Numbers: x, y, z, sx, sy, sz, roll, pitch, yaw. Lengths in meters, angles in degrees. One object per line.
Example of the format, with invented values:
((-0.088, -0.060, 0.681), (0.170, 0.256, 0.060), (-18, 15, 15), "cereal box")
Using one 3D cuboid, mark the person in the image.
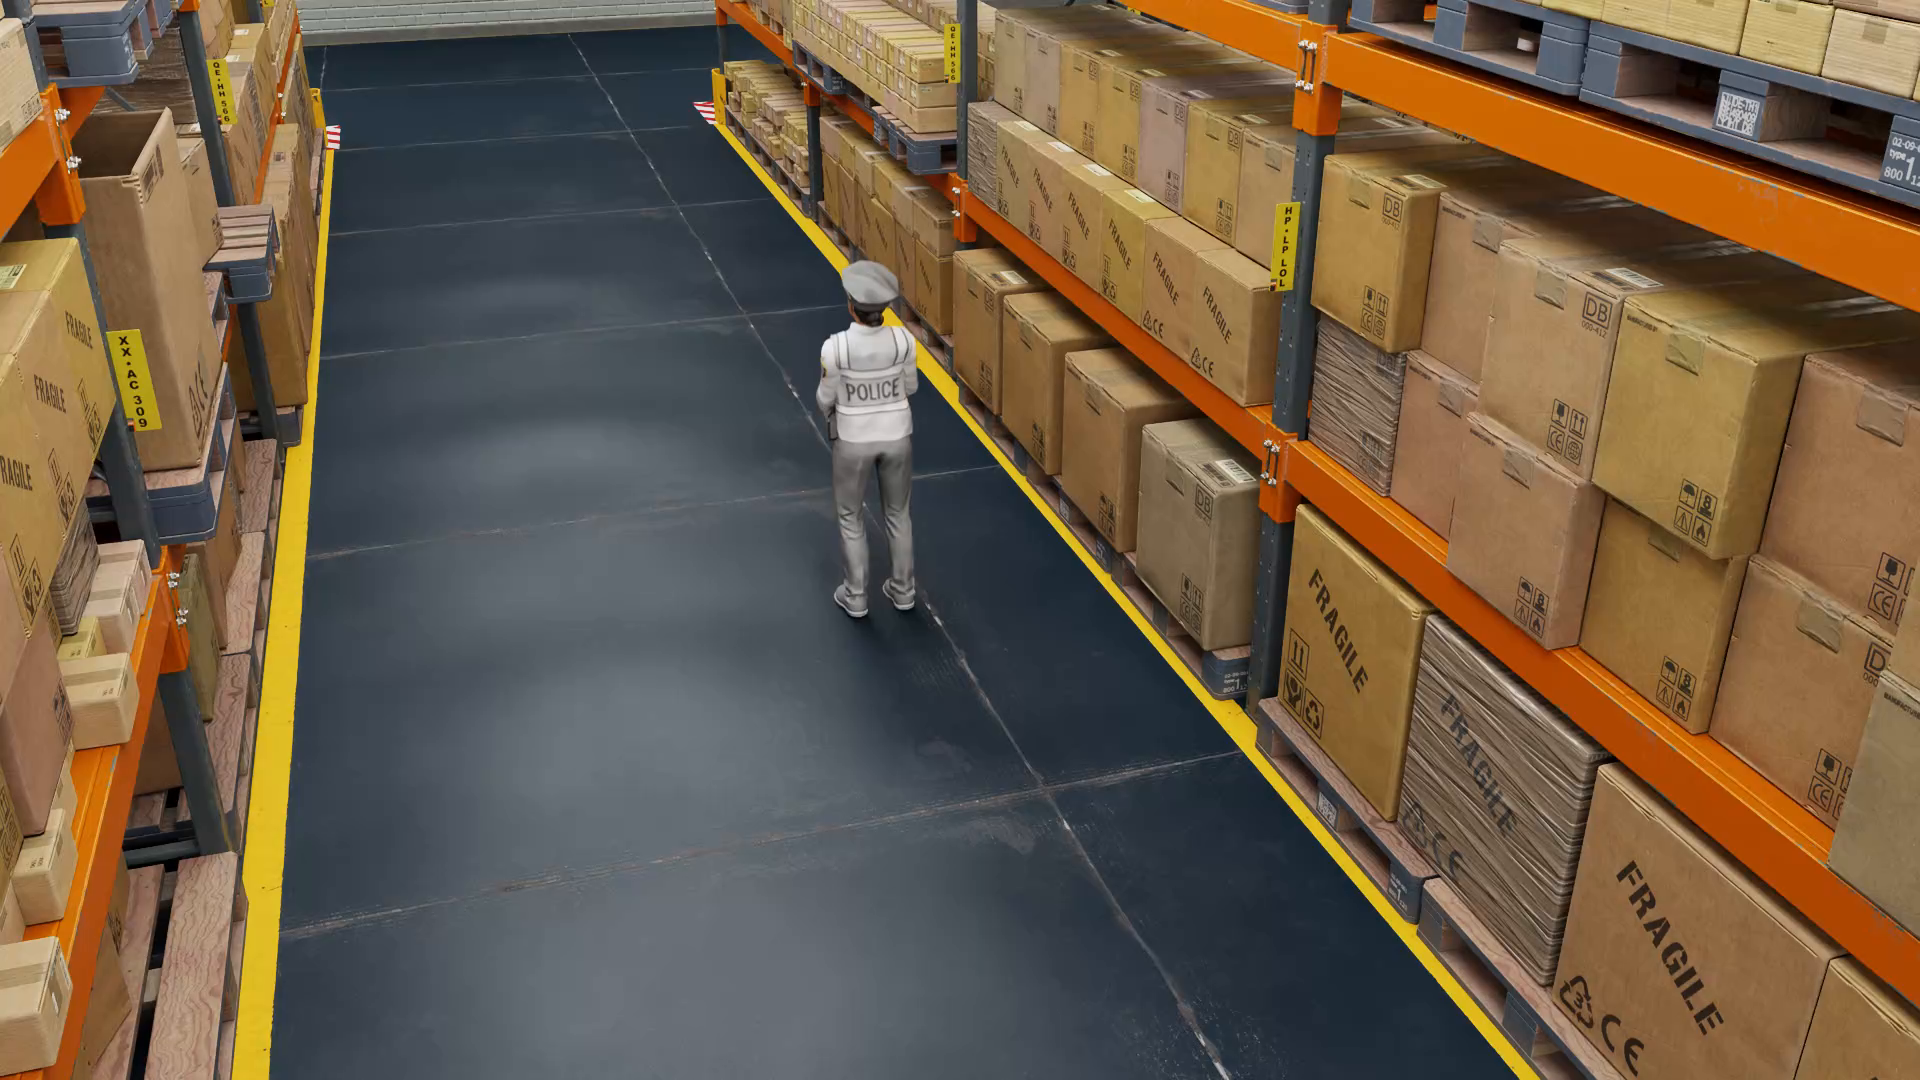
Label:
((-0.417, -0.473, 7.537), (0.459, 1.686, 0.563), (-8, 28, -15), "person")
